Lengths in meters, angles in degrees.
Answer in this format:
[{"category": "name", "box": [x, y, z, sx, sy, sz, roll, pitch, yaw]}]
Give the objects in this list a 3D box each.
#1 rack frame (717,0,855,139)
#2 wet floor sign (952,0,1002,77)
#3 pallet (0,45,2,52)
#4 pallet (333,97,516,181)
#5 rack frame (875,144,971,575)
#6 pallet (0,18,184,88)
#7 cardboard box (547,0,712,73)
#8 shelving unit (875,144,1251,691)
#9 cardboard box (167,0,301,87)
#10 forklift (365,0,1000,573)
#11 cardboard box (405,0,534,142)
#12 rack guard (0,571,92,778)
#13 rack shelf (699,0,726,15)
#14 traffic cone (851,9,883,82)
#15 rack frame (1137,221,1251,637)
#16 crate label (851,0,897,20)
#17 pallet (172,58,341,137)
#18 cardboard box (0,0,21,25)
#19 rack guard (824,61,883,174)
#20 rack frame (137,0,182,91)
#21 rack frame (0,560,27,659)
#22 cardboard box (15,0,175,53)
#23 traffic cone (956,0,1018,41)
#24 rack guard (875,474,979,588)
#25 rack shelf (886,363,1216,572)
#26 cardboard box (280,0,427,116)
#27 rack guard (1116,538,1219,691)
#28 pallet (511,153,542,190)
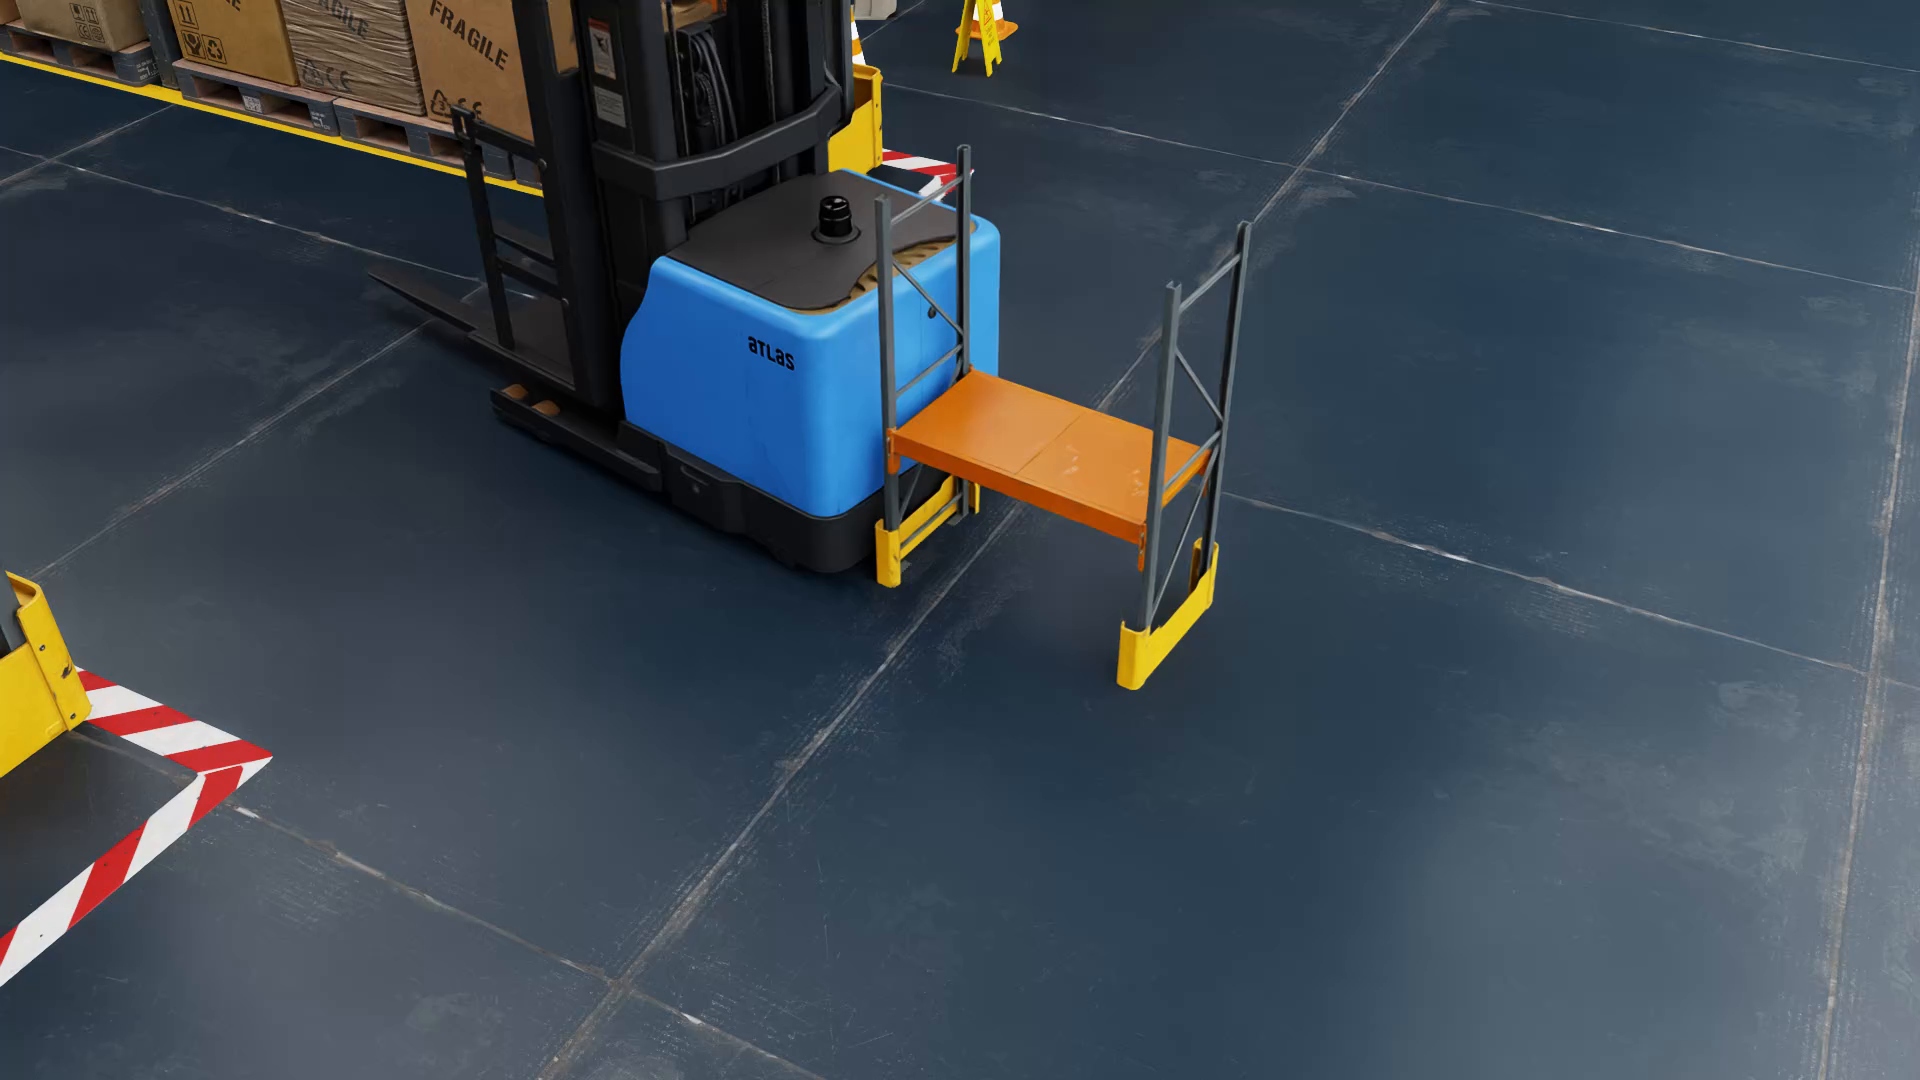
[{"category": "rack frame", "box": [-0.834, -2.986, 7.703, 0.127, 3.000, 1.000, 17, 41, 21]}, {"category": "wet floor sign", "box": [0.102, -3.103, 9.805, 0.232, 0.644, 0.267, 11, 38, 14]}, {"category": "pallet", "box": [-6.194, -3.500, 10.687, 1.213, 0.211, 1.003, 17, 41, 21]}, {"category": "pallet", "box": [-2.660, -2.396, 9.231, 1.213, 0.211, 1.003, 17, 41, 21]}, {"category": "rack frame", "box": [-0.115, -0.581, 5.775, 0.032, 1.500, 0.500, 22, 42, 26]}, {"category": "pallet", "box": [-5.106, -3.162, 10.241, 1.213, 0.211, 1.003, 17, 41, 21]}, {"category": "cardboard box", "box": [-1.467, -2.460, 8.420, 0.875, 0.875, 0.875, 18, 41, 22]}, {"category": "shelving unit", "box": [0.301, -0.414, 5.555, 1.083, 1.500, 0.587, 22, 42, 26]}, {"category": "cardboard box", "box": [-3.860, -3.207, 9.404, 0.875, 0.875, 0.875, 18, 41, 22]}, {"category": "forklift", "box": [-1.300, -1.790, 6.183, 3.031, 2.935, 1.130, 26, 44, 30]}, {"category": "cardboard box", "box": [-2.249, -2.704, 8.741, 0.875, 0.875, 0.875, 17, 40, 21]}, {"category": "rack guard", "box": [-3.273, 0.623, 5.015, 0.348, 0.500, 1.175, 17, 41, 21]}, {"category": "rack shelf", "box": [-2.610, -3.256, 8.653, 4.000, 0.370, 1.077, 17, 41, 21]}, {"category": "traffic cone", "box": [-0.653, -2.886, 9.669, 0.334, 0.463, 0.336, 17, 41, 21]}, {"category": "rack frame", "box": [0.733, -0.242, 5.328, 0.032, 1.500, 0.500, 22, 42, 26]}, {"category": "crate label", "box": [-0.558, -3.453, 10.686, 0.298, 0.136, 0.250, -2, 37, -2]}, {"category": "pallet", "box": [-3.747, -2.734, 9.677, 1.213, 0.211, 1.003, 17, 41, 21]}, {"category": "cardboard box", "box": [-5.834, -3.764, 10.241, 0.750, 0.750, 1.050, 17, 41, 21]}, {"category": "rack guard", "box": [-0.813, -1.984, 8.450, 0.348, 0.500, 1.175, 17, 41, 21]}, {"category": "rack frame", "box": [-4.386, -4.098, 9.168, 0.127, 3.000, 1.000, 17, 41, 21]}, {"category": "rack frame", "box": [-3.205, -0.351, 4.232, 0.127, 3.000, 1.000, 17, 41, 21]}, {"category": "cardboard box", "box": [-4.979, -3.494, 9.885, 0.750, 0.750, 1.050, 17, 40, 21]}, {"category": "traffic cone", "box": [0.169, -3.398, 10.344, 0.334, 0.463, 0.336, 17, 41, 21]}, {"category": "rack guard", "box": [-0.114, -0.083, 6.152, 0.087, 0.250, 0.587, 22, 42, 26]}, {"category": "rack shelf", "box": [0.309, -0.268, 5.660, 1.000, 0.185, 0.538, 22, 42, 26]}, {"category": "cardboard box", "box": [-3.058, -2.958, 9.076, 0.875, 0.875, 0.875, 18, 41, 22]}, {"category": "rack guard", "box": [0.717, 0.250, 5.714, 0.087, 0.250, 0.587, 22, 42, 26]}, {"category": "pallet", "box": [-1.580, -2.056, 8.784, 1.213, 0.211, 1.003, 17, 41, 21]}]
